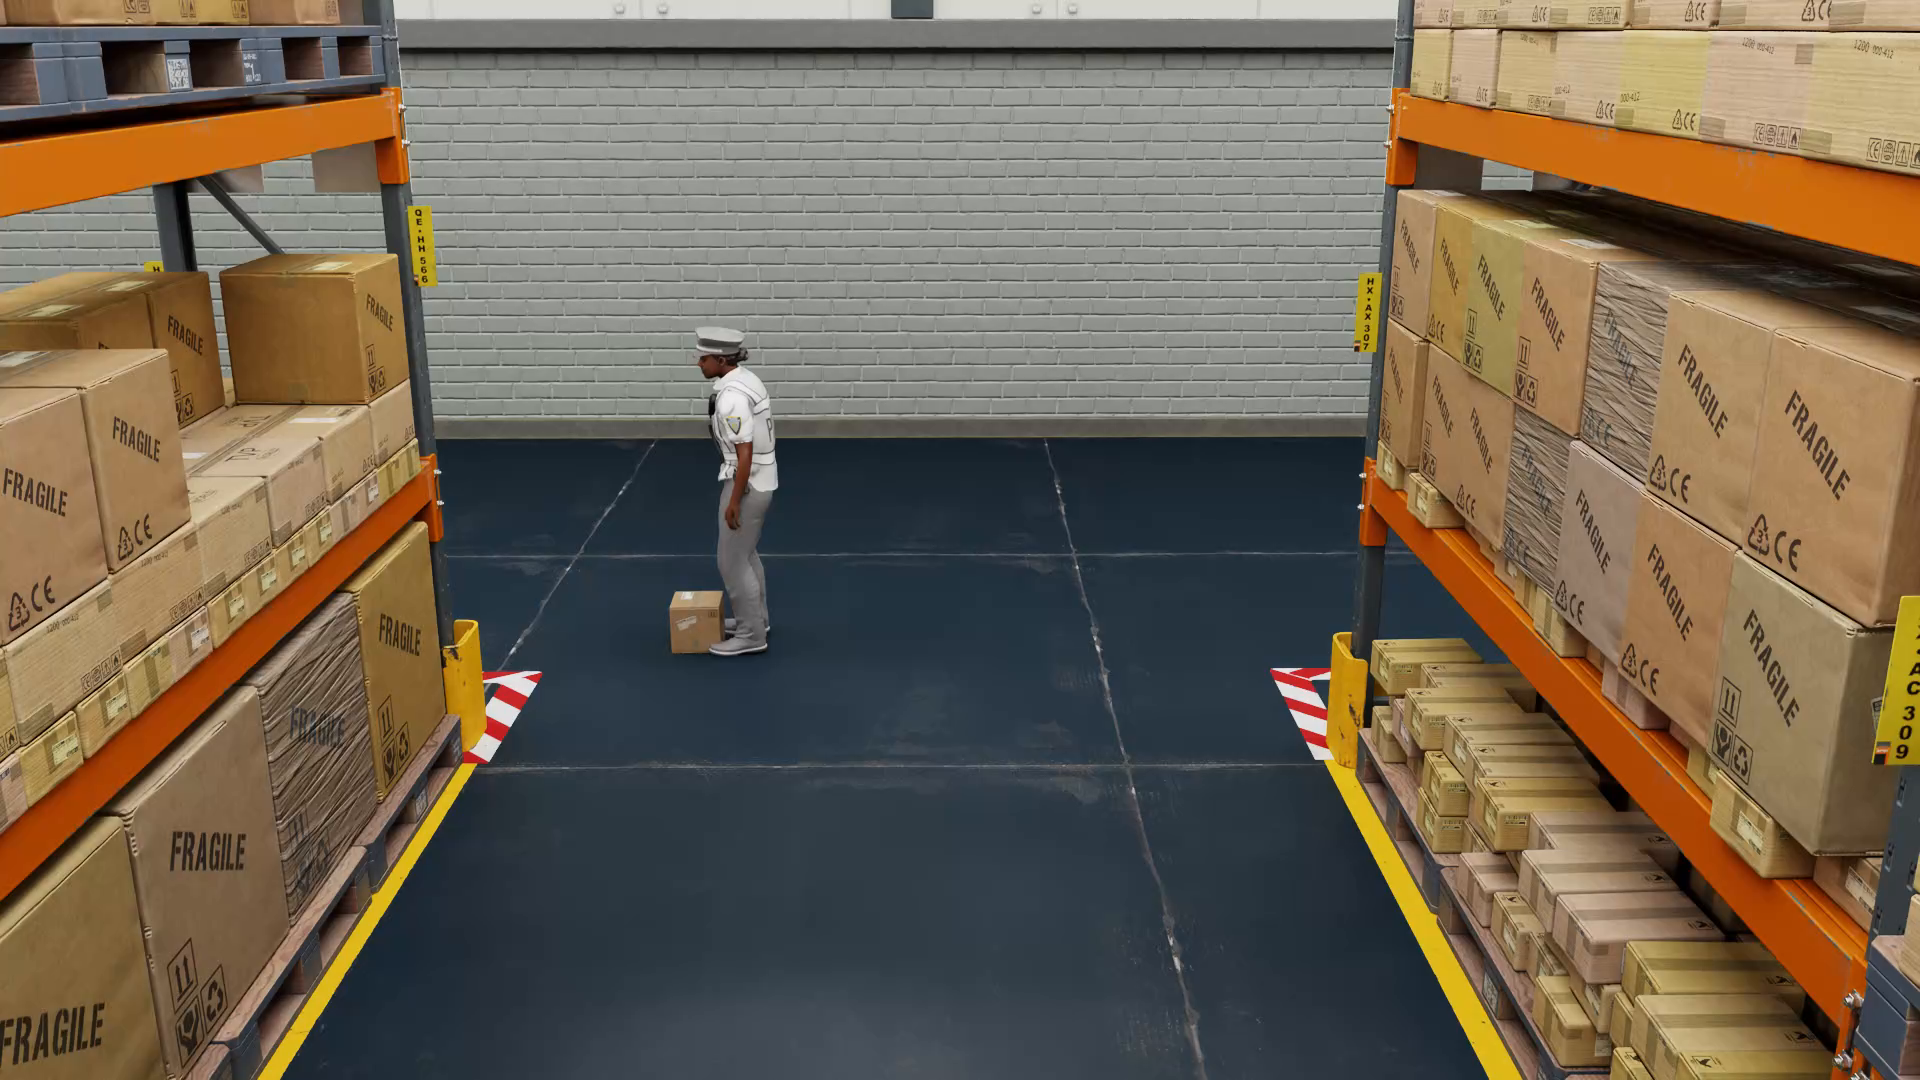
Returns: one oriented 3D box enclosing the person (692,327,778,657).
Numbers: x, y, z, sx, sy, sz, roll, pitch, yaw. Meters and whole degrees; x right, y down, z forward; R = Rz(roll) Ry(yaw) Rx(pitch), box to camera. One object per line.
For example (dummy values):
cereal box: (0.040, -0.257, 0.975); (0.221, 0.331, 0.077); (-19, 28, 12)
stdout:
person: (-1.112, -0.253, 8.365); (0.395, 1.658, 0.525); (-1, 17, -4)
